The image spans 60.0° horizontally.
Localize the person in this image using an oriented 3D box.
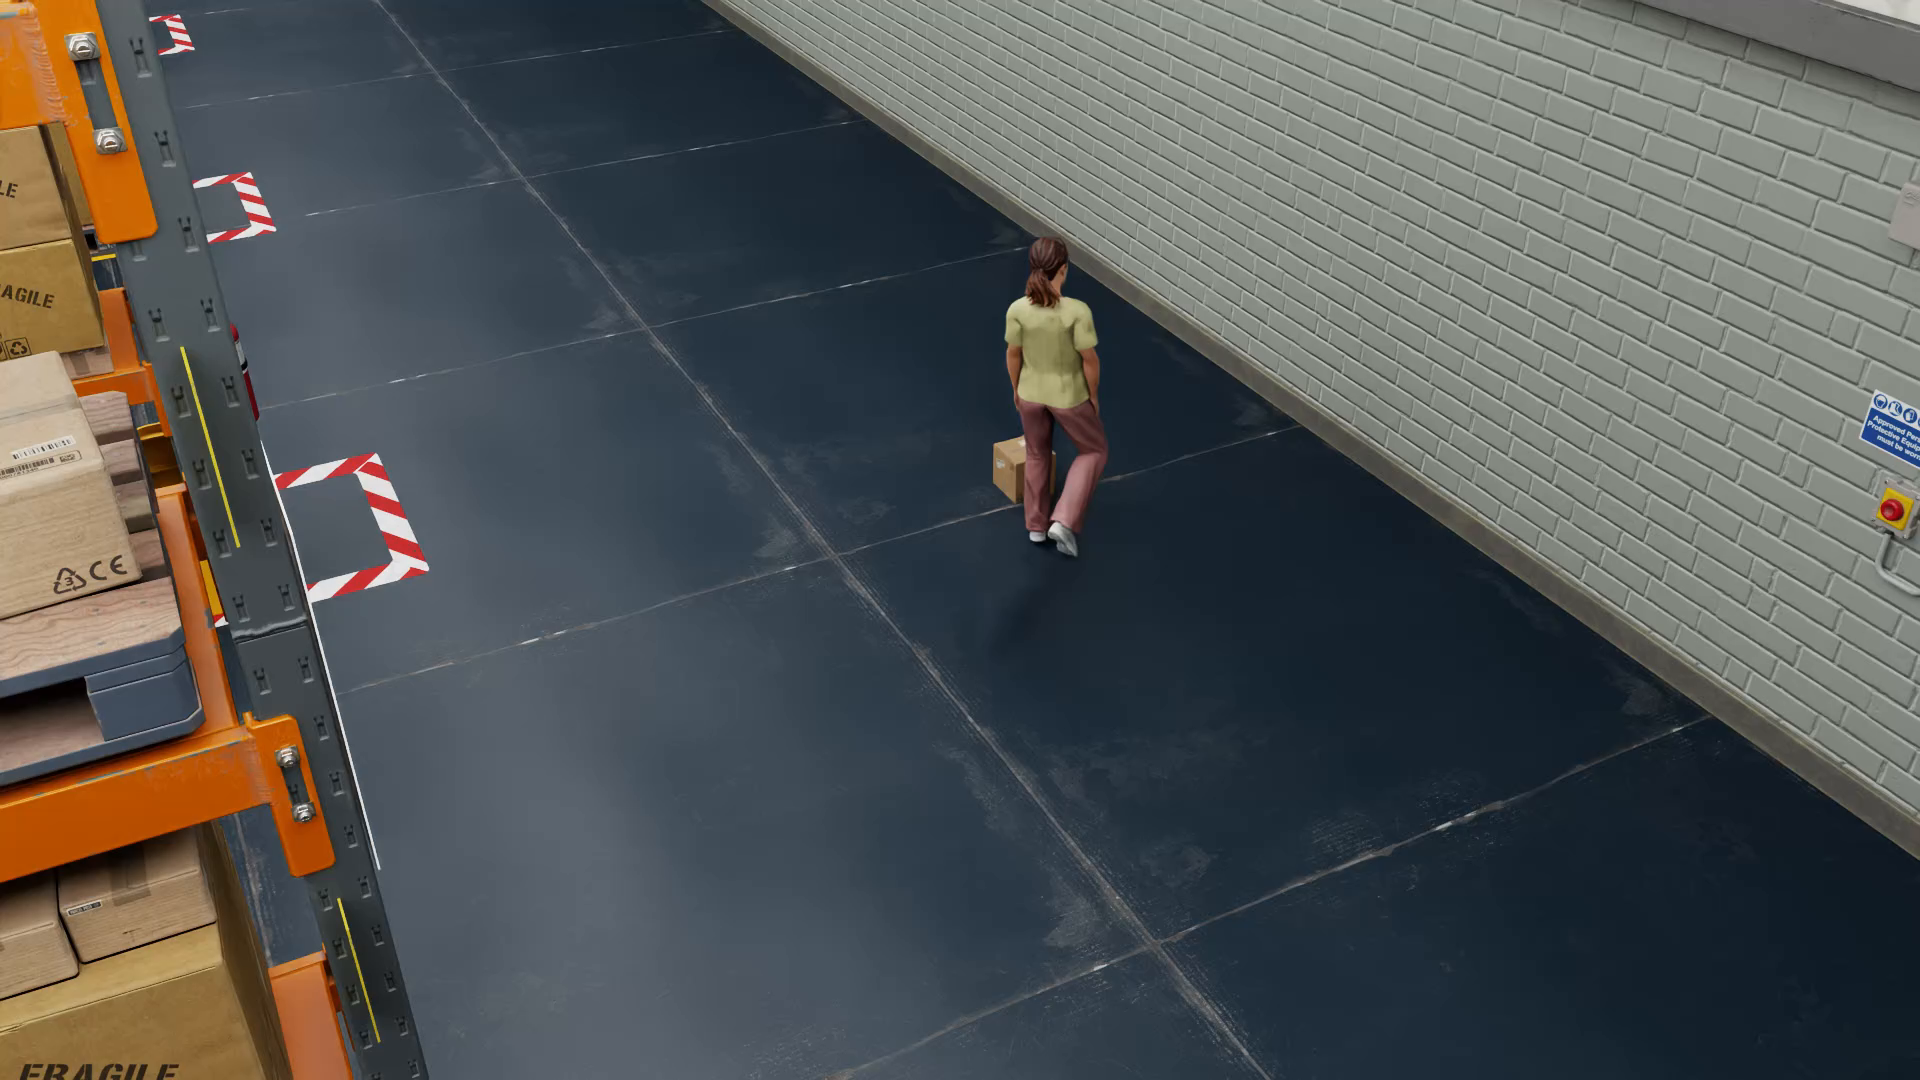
[{"bbox_3d":[0.467,-0.680,8.148,0.504,1.665,0.562,10,35,15],"label":"person"}]
